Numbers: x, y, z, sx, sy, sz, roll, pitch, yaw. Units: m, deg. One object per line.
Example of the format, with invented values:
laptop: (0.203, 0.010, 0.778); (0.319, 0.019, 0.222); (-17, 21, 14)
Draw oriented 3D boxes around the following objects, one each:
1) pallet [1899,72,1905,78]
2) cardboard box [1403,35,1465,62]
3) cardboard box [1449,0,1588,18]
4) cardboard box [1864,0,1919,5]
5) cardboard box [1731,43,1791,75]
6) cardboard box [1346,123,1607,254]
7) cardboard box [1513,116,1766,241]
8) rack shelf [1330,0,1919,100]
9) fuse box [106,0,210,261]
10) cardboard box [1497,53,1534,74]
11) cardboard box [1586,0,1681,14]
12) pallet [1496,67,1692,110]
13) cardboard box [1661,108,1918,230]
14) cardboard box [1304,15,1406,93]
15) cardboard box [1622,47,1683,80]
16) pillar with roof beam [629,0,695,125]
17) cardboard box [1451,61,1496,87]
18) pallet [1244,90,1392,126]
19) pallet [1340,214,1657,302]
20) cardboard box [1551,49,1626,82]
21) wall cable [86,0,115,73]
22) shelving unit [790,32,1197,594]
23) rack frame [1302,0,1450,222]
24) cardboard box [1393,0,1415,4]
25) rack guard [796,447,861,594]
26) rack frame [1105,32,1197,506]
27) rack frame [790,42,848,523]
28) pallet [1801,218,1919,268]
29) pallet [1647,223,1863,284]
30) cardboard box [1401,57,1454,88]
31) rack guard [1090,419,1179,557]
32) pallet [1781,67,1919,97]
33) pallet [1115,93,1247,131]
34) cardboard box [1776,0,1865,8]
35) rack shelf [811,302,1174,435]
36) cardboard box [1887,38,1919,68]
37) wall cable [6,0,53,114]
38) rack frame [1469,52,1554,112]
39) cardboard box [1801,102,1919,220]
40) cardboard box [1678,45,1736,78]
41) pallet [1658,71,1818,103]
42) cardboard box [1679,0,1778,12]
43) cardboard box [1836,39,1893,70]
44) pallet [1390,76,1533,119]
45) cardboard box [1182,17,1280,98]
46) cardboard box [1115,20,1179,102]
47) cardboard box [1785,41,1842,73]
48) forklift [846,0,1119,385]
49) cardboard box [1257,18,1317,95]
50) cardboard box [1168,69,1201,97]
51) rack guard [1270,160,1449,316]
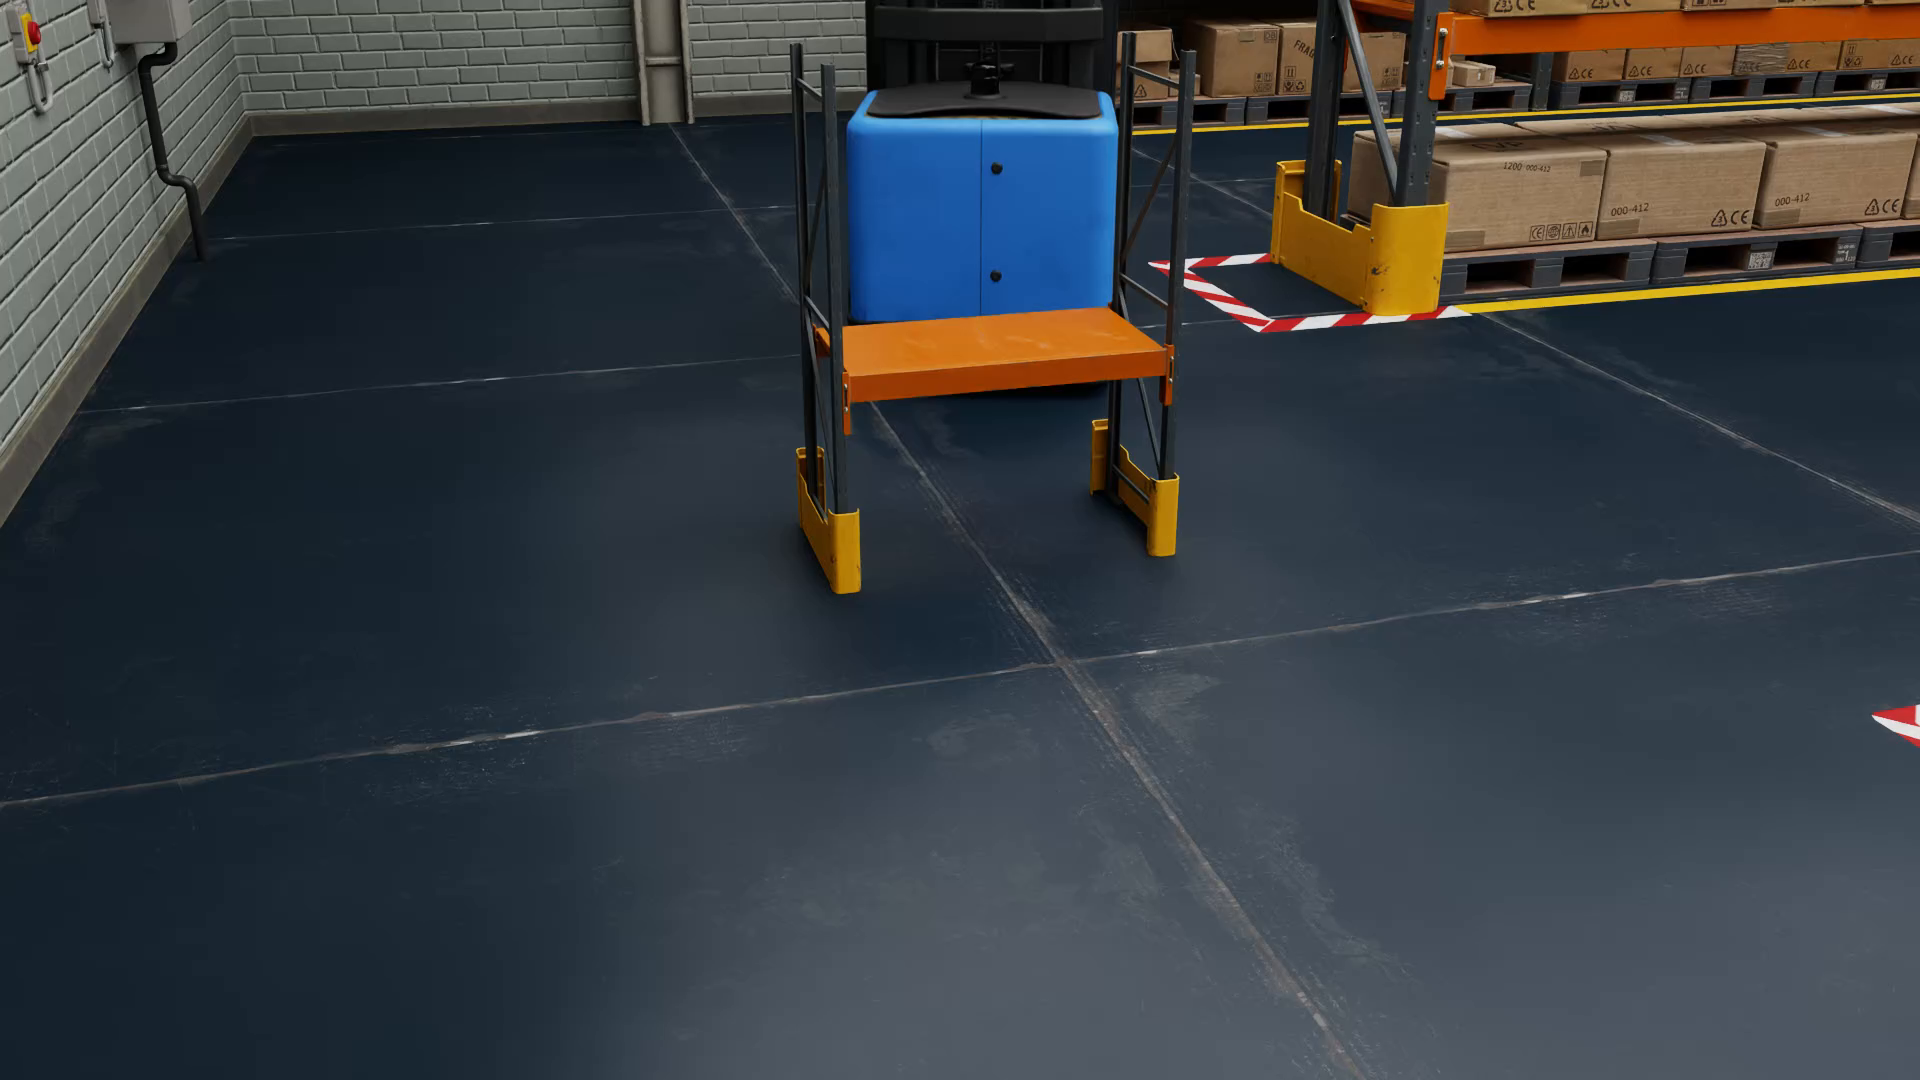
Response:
pallet: (9.100, -4.170, 14.702); (1.213, 0.211, 1.003); (-6, 24, -14)
cardboard box: (3.746, -3.930, 13.481); (0.500, 0.311, 0.500); (-5, 24, -12)
cardboard box: (2.479, -2.631, 7.450); (0.500, 0.500, 0.500); (-7, 24, -15)
cardboard box: (4.439, -2.852, 7.967); (0.500, 0.500, 0.500); (-7, 24, -15)
cardboard box: (6.465, -4.128, 13.704); (0.500, 0.500, 0.500); (-7, 24, -16)
cardboard box: (2.547, -1.767, 8.280); (0.875, 0.438, 0.875); (-7, 24, -16)
cardboard box: (3.426, -1.867, 8.514); (0.875, 0.438, 0.875); (-6, 24, -13)
rack shelf: (3.864, -2.525, 8.243); (4.000, 0.370, 1.077); (-6, 24, -14)
fuse box: (-3.911, -2.254, 8.334); (0.414, 1.711, 0.539); (-6, 24, -14)
cardboard box: (4.839, -4.162, 13.783); (0.500, 0.500, 0.500); (-6, 24, -15)
cardboard box: (2.958, -2.695, 7.601); (0.500, 0.500, 0.500); (-7, 24, -15)
pallet: (5.219, -3.772, 13.774); (1.213, 0.211, 1.003); (-6, 24, -14)
cardboard box: (4.295, -1.963, 8.737); (0.875, 0.438, 0.875); (-7, 24, -16)
cardboard box: (3.042, -3.787, 12.910); (0.500, 0.500, 0.700); (-7, 24, -16)
cardboard box: (5.482, -4.024, 13.461); (0.500, 0.500, 0.500); (-7, 24, -15)
pillar with roof beam: (-1.082, -5.704, 7.132); (0.400, 9.000, 9.100); (-6, 24, -14)
cardboard box: (3.989, -3.665, 13.070); (0.250, 0.149, 0.380); (-7, 24, -16)
pallet: (2.607, -3.467, 13.063); (1.213, 0.211, 1.003); (-6, 24, -14)
pallet: (2.688, -1.476, 8.423); (1.213, 0.211, 1.003); (-6, 24, -14)
cardboard box: (4.972, -3.963, 13.320); (0.500, 0.500, 0.500); (-5, 24, -12)
wall cable: (-3.878, -3.037, 7.236); (0.122, 1.984, 0.588); (-6, 24, -14)
shelving unit: (0.073, -0.697, 4.973); (1.083, 1.500, 0.587); (-6, 24, -14)
rack frame: (1.939, -2.643, 7.605); (0.127, 3.000, 1.000); (-6, 24, -14)
cardboard box: (2.332, -2.841, 7.939); (0.500, 0.500, 0.500); (-6, 24, -14)
rack guard: (-0.406, -0.070, 5.096); (0.087, 0.250, 0.587); (-6, 24, -14)
rack frame: (0.572, -0.752, 5.102); (0.032, 1.500, 0.500); (-6, 24, -14)
rack frame: (-0.407, -0.644, 4.849); (0.032, 1.500, 0.500); (-6, 24, -14)
pallet: (5.037, -1.736, 9.028); (1.213, 0.211, 1.003); (-6, 24, -14)
pallet: (3.860, -1.605, 8.722); (1.213, 0.211, 1.003); (-6, 24, -14)
cardboard box: (3.645, -3.681, 12.959); (0.258, 0.266, 0.396); (-5, 24, -12)
rack guard: (0.553, -0.176, 5.343); (0.087, 0.250, 0.587); (-6, 24, -14)
pallet: (7.568, -4.032, 14.380); (1.213, 0.211, 1.003); (-6, 24, -14)
pallet: (1.435, -3.339, 12.764); (1.213, 0.211, 1.003); (-6, 24, -14)
cardboard box: (3.930, -2.802, 7.850); (0.500, 0.500, 0.500); (-6, 24, -13)
rack shelf: (0.082, -0.533, 5.046); (1.000, 0.185, 0.538); (-6, 24, -14)
cardboard box: (7.948, -4.297, 14.097); (0.500, 0.500, 0.500); (-6, 24, -13)
wall cable: (-3.484, -2.515, 5.978); (0.123, 1.953, 0.585); (-6, 24, -14)
rack frame: (4.446, -4.953, 12.989); (0.127, 3.000, 1.000); (-6, 24, -14)
cardboard box: (5.157, -2.058, 8.960); (0.875, 0.438, 0.875); (-7, 24, -15)
cardboard box: (5.964, -4.075, 13.581); (0.500, 0.500, 0.500); (-7, 24, -16)
pallet: (6.395, -3.904, 14.080); (1.213, 0.211, 1.003); (-6, 24, -14)
cardboard box: (3.453, -2.743, 7.711); (0.500, 0.500, 0.500); (-6, 24, -15)
cardboard box: (7.463, -4.247, 13.982); (0.500, 0.500, 0.500); (-7, 24, -15)
pallet: (3.784, -3.599, 13.369); (1.213, 0.211, 1.003); (-6, 24, -14)
cardboard box: (2.042, -3.677, 12.652); (0.500, 0.500, 0.700); (-5, 24, -12)
cardboard box: (1.209, -3.602, 12.473); (0.637, 0.503, 0.797); (-7, 24, -16)
cardboard box: (6.960, -4.191, 13.850); (0.500, 0.500, 0.500); (-5, 24, -12)
forklift: (0.148, -2.488, 7.331); (1.130, 2.935, 3.031); (1, 23, 2)
cardboard box: (2.578, -3.695, 12.695); (0.500, 0.500, 0.500); (-6, 24, -13)
cardboard box: (1.628, -3.469, 12.614); (0.250, 0.149, 0.380); (-7, 24, -16)
rack guard: (1.916, -1.491, 8.092); (0.348, 0.500, 1.175); (-6, 24, -14)
